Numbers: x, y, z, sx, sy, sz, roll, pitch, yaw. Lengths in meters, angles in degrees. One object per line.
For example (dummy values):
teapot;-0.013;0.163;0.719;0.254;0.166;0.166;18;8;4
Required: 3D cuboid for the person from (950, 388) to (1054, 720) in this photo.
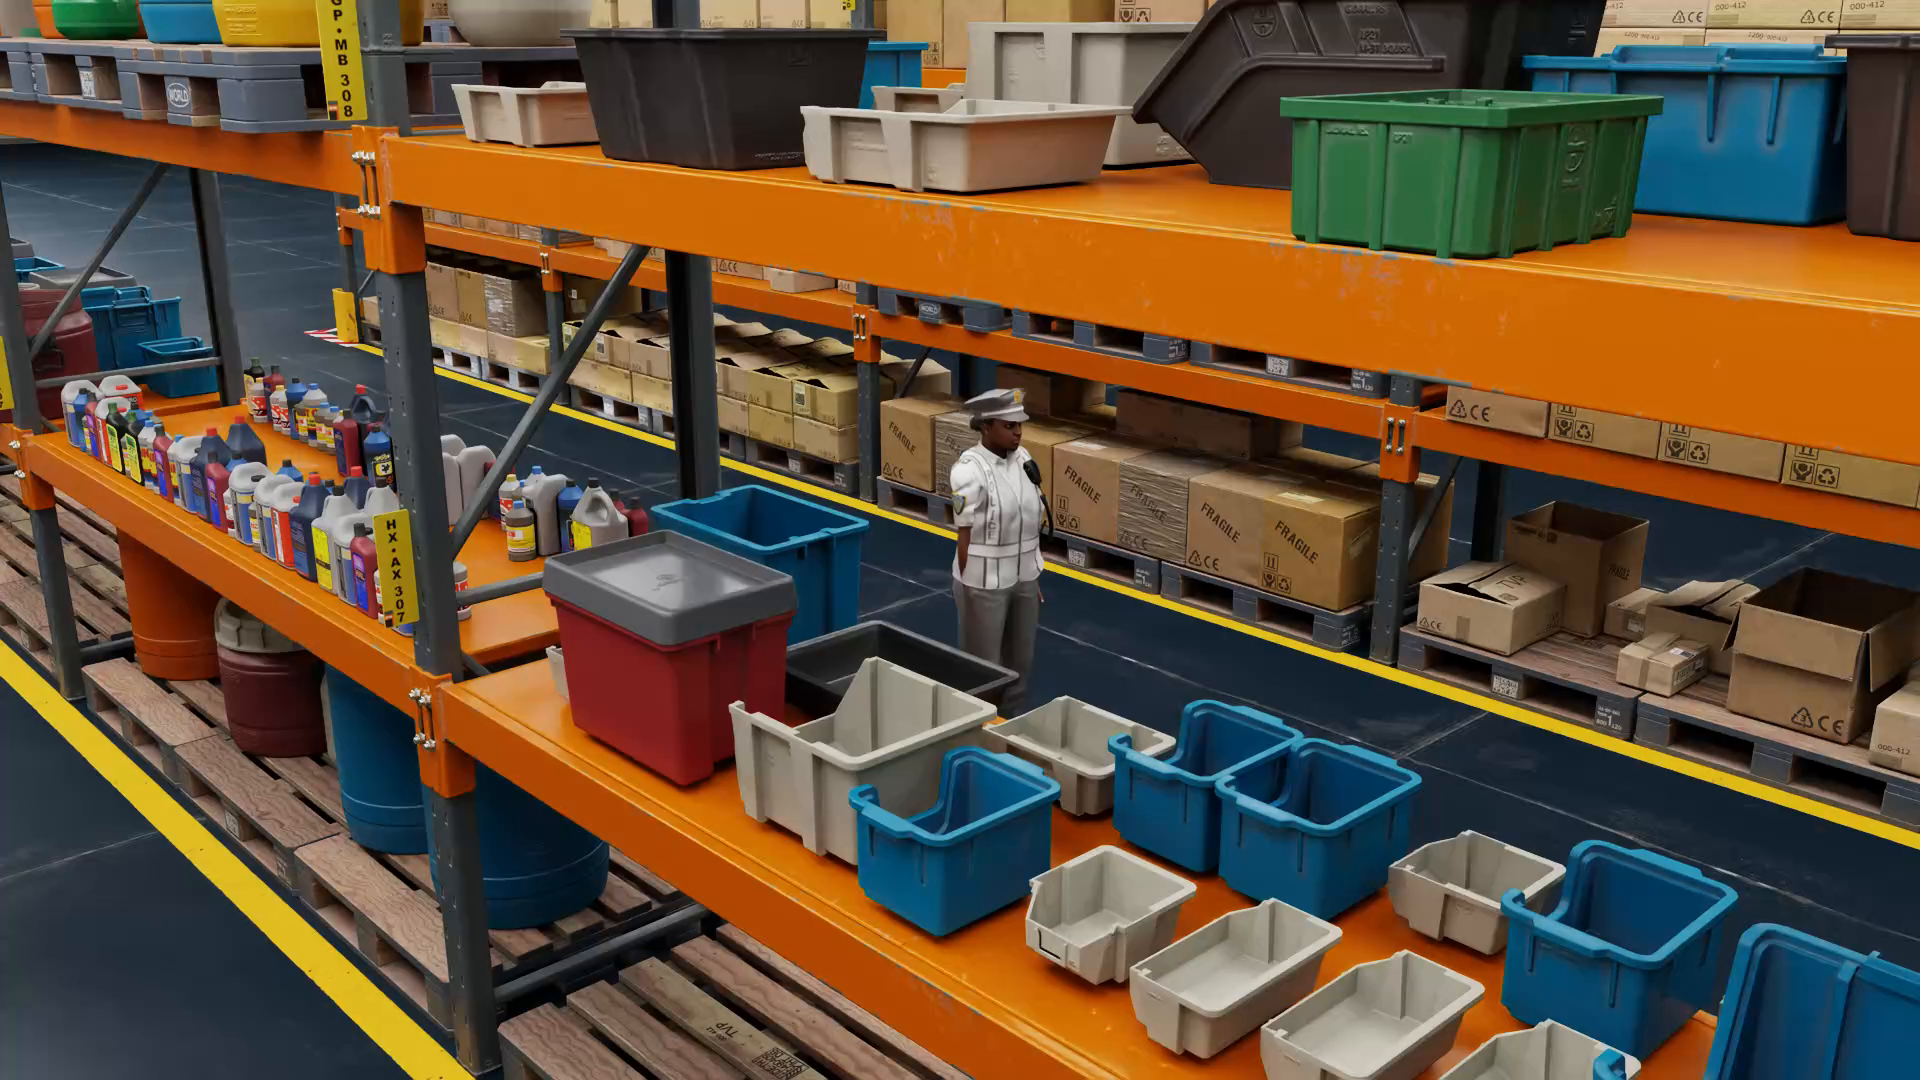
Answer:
person;0.171;0.192;6.948;0.435;1.700;0.339;-15;23;-40
